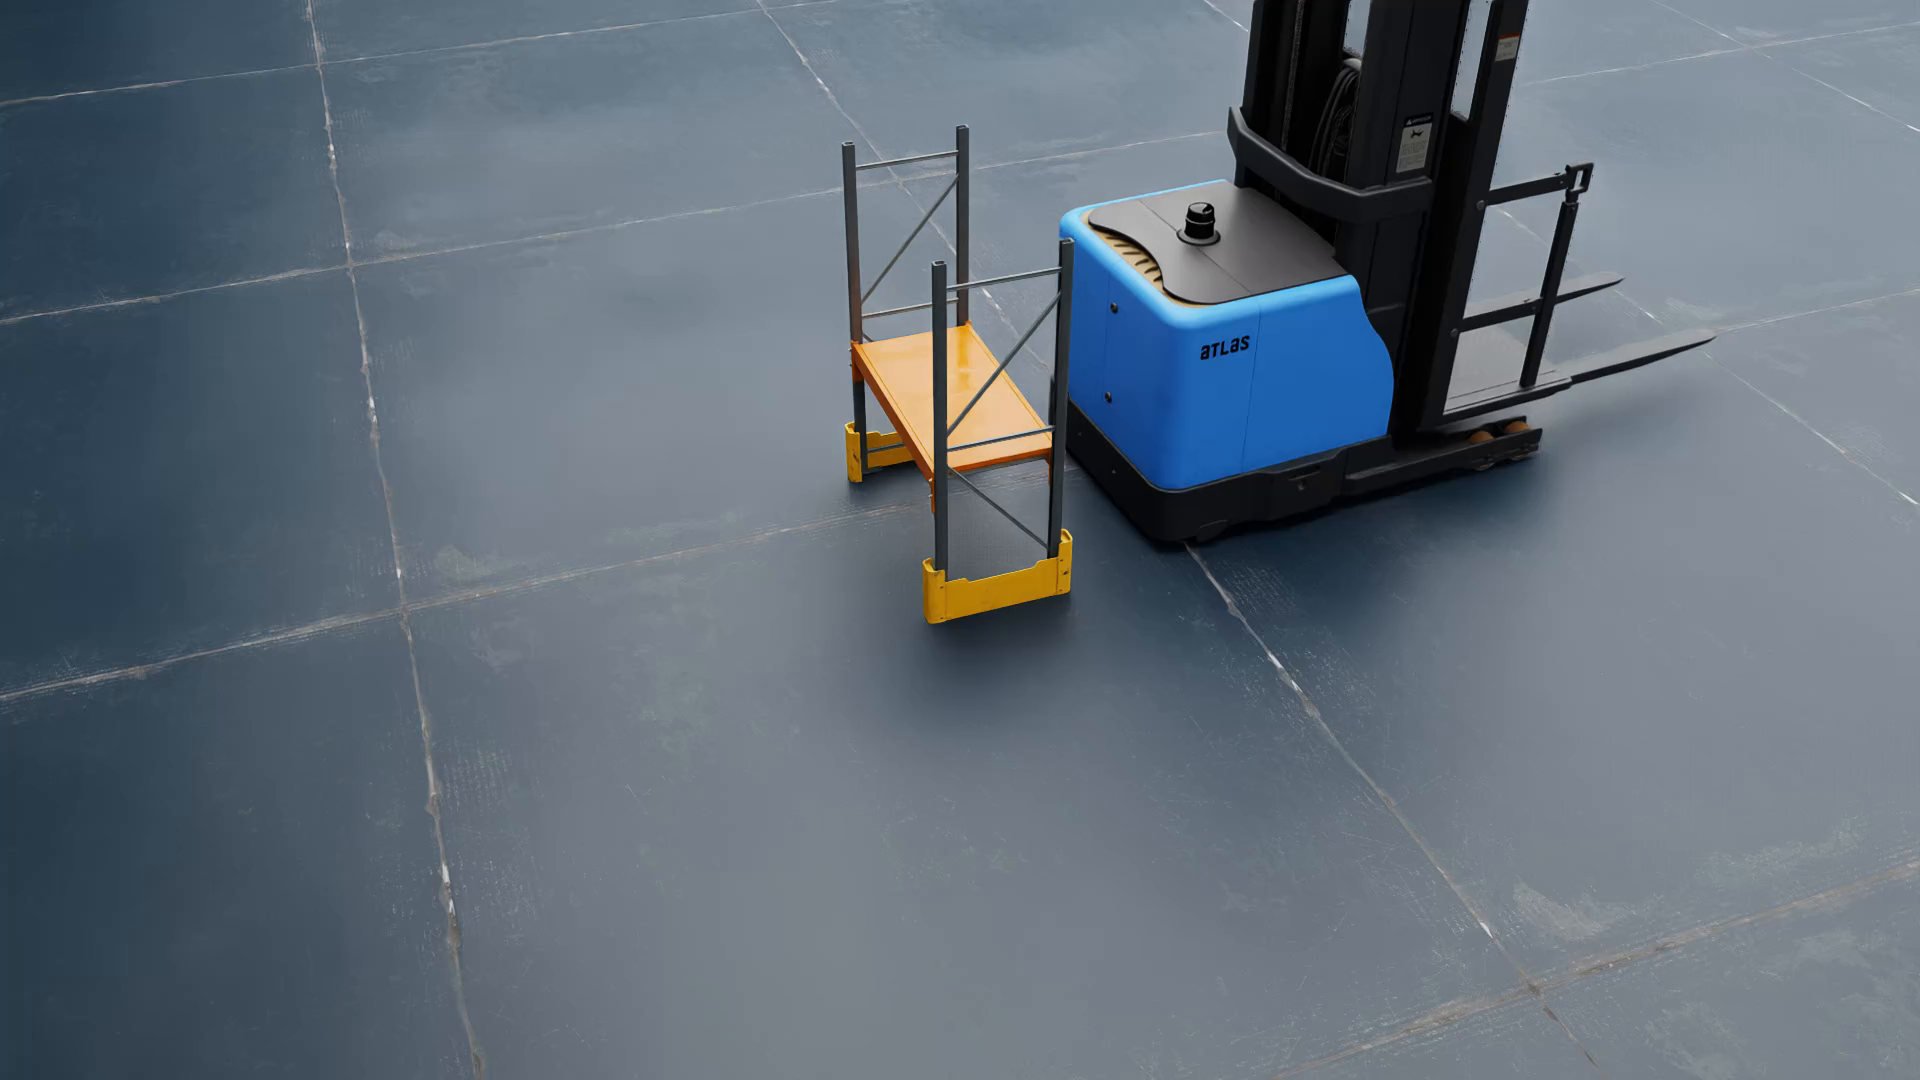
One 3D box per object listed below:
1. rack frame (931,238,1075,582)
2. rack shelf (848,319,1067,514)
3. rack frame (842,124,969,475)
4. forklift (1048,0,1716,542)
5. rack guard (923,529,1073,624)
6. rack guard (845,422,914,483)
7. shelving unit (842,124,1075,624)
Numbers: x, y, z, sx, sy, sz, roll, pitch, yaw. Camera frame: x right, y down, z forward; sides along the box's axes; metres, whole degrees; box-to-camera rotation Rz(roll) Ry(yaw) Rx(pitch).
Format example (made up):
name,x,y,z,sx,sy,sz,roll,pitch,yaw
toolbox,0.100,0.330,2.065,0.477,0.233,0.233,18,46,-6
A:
name,x,y,z,sx,sy,sz,roll,pitch,yaw
rack frame,0.146,-0.360,5.981,0.500,1.500,0.032,-12,39,-16
rack shelf,-0.029,-0.504,6.471,0.538,0.185,1.000,-12,39,-16
rack frame,-0.204,-0.934,6.744,0.500,1.500,0.032,-12,39,-16
forklift,1.952,-1.745,6.630,3.031,2.935,1.130,-15,39,-19
rack guard,0.145,0.138,6.358,0.587,0.250,0.087,-12,39,-16
rack guard,-0.198,-0.424,7.105,0.587,0.250,0.087,-12,39,-16
shelving unit,-0.026,-0.642,6.356,0.587,1.500,1.083,-12,39,-16
